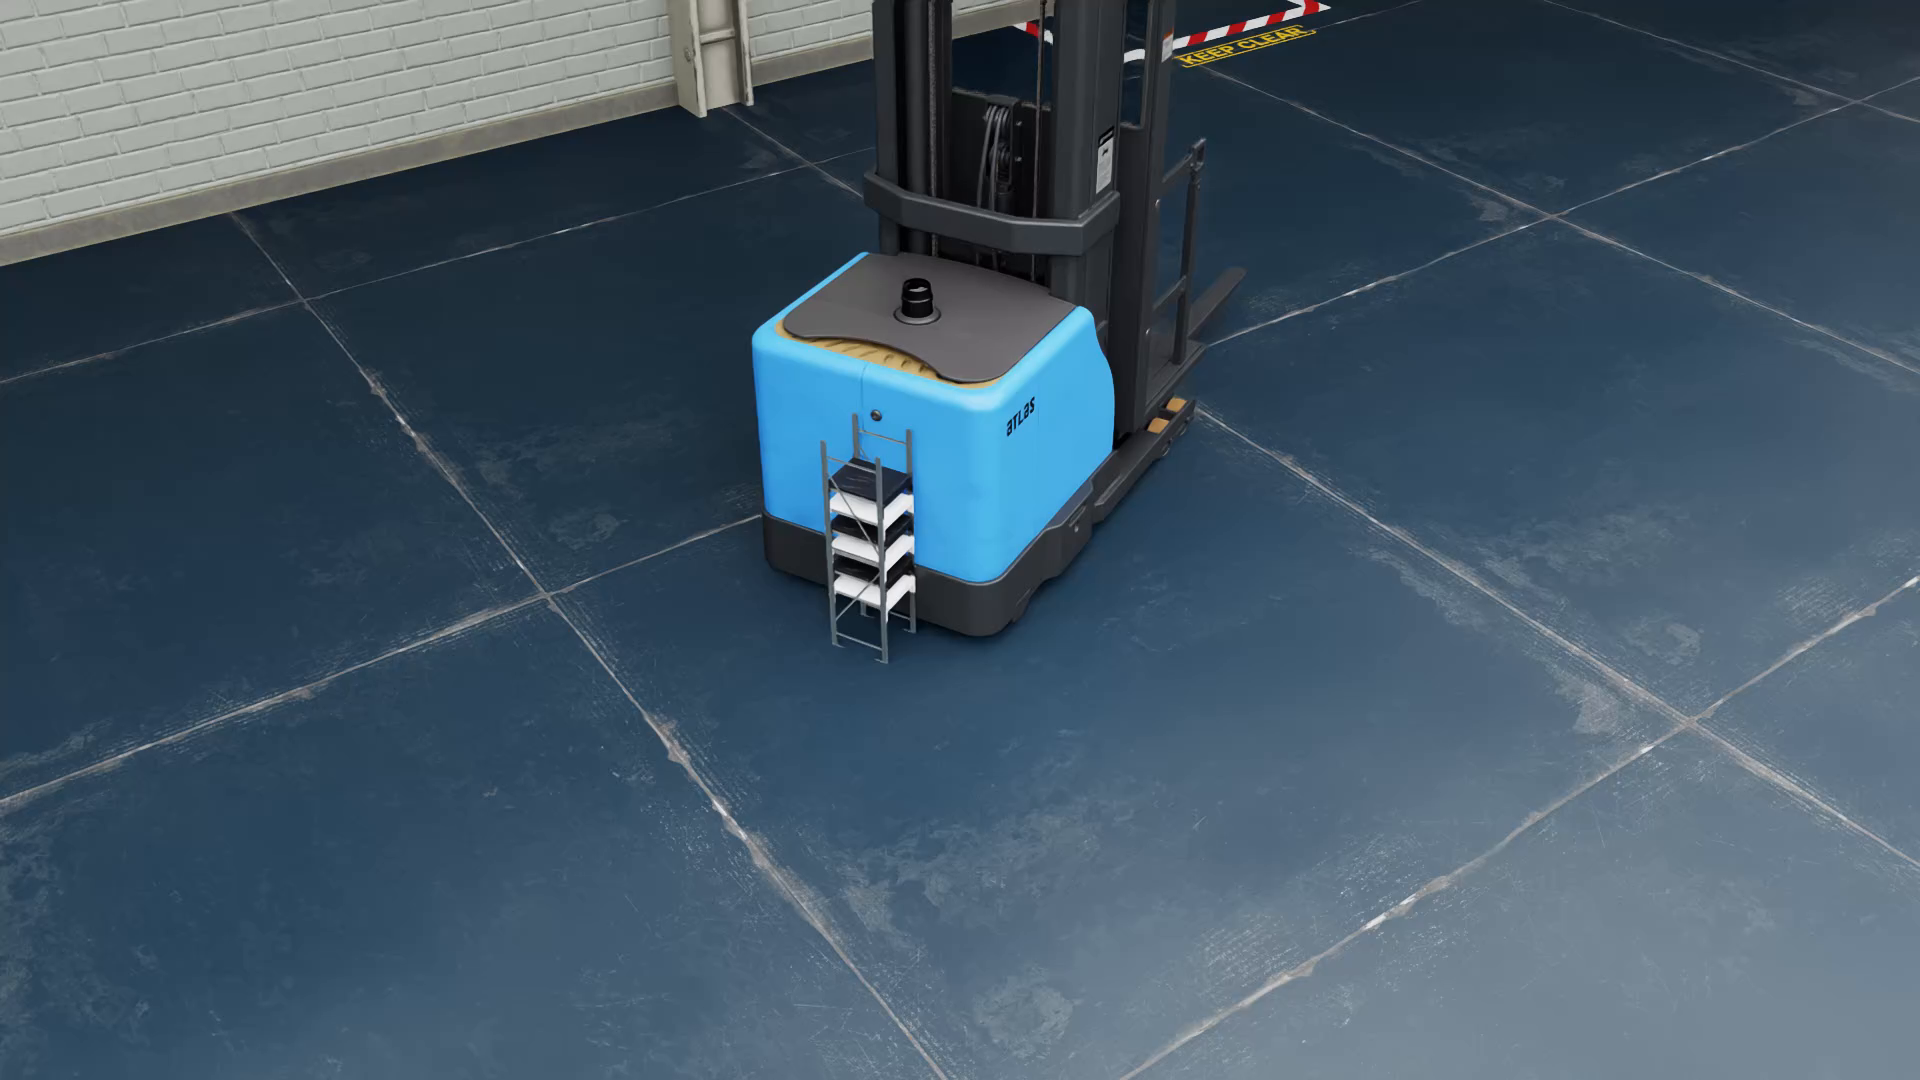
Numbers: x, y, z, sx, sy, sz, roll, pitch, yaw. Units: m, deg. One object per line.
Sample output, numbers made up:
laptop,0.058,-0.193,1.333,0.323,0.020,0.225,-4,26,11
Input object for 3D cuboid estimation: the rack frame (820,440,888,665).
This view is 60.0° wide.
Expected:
rack frame,-0.371,0.058,5.899,0.240,0.900,0.006,18,39,23

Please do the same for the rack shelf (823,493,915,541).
rack shelf,-0.322,-0.113,5.885,0.258,0.077,0.200,18,39,23

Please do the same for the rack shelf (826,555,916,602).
rack shelf,-0.322,0.106,6.043,0.258,0.077,0.200,18,39,23

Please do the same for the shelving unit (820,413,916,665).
shelving unit,-0.322,0.006,5.971,0.258,0.900,0.210,18,39,23

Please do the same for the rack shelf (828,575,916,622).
rack shelf,-0.322,0.179,6.095,0.258,0.077,0.200,18,39,23

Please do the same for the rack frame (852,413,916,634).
rack frame,-0.273,-0.046,6.043,0.240,0.900,0.006,18,39,23

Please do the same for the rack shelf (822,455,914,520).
rack shelf,-0.322,-0.186,5.833,0.258,0.077,0.200,18,39,23

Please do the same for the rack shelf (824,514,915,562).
rack shelf,-0.322,-0.040,5.938,0.258,0.077,0.200,18,39,23

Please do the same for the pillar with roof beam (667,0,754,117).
pillar with roof beam,0.918,-4.389,5.145,0.400,9.000,9.100,-22,41,-28

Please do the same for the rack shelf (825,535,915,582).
rack shelf,-0.322,0.033,5.990,0.258,0.077,0.200,18,39,23

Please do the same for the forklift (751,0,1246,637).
forklift,0.389,-1.674,6.567,1.130,2.935,3.031,18,39,23
